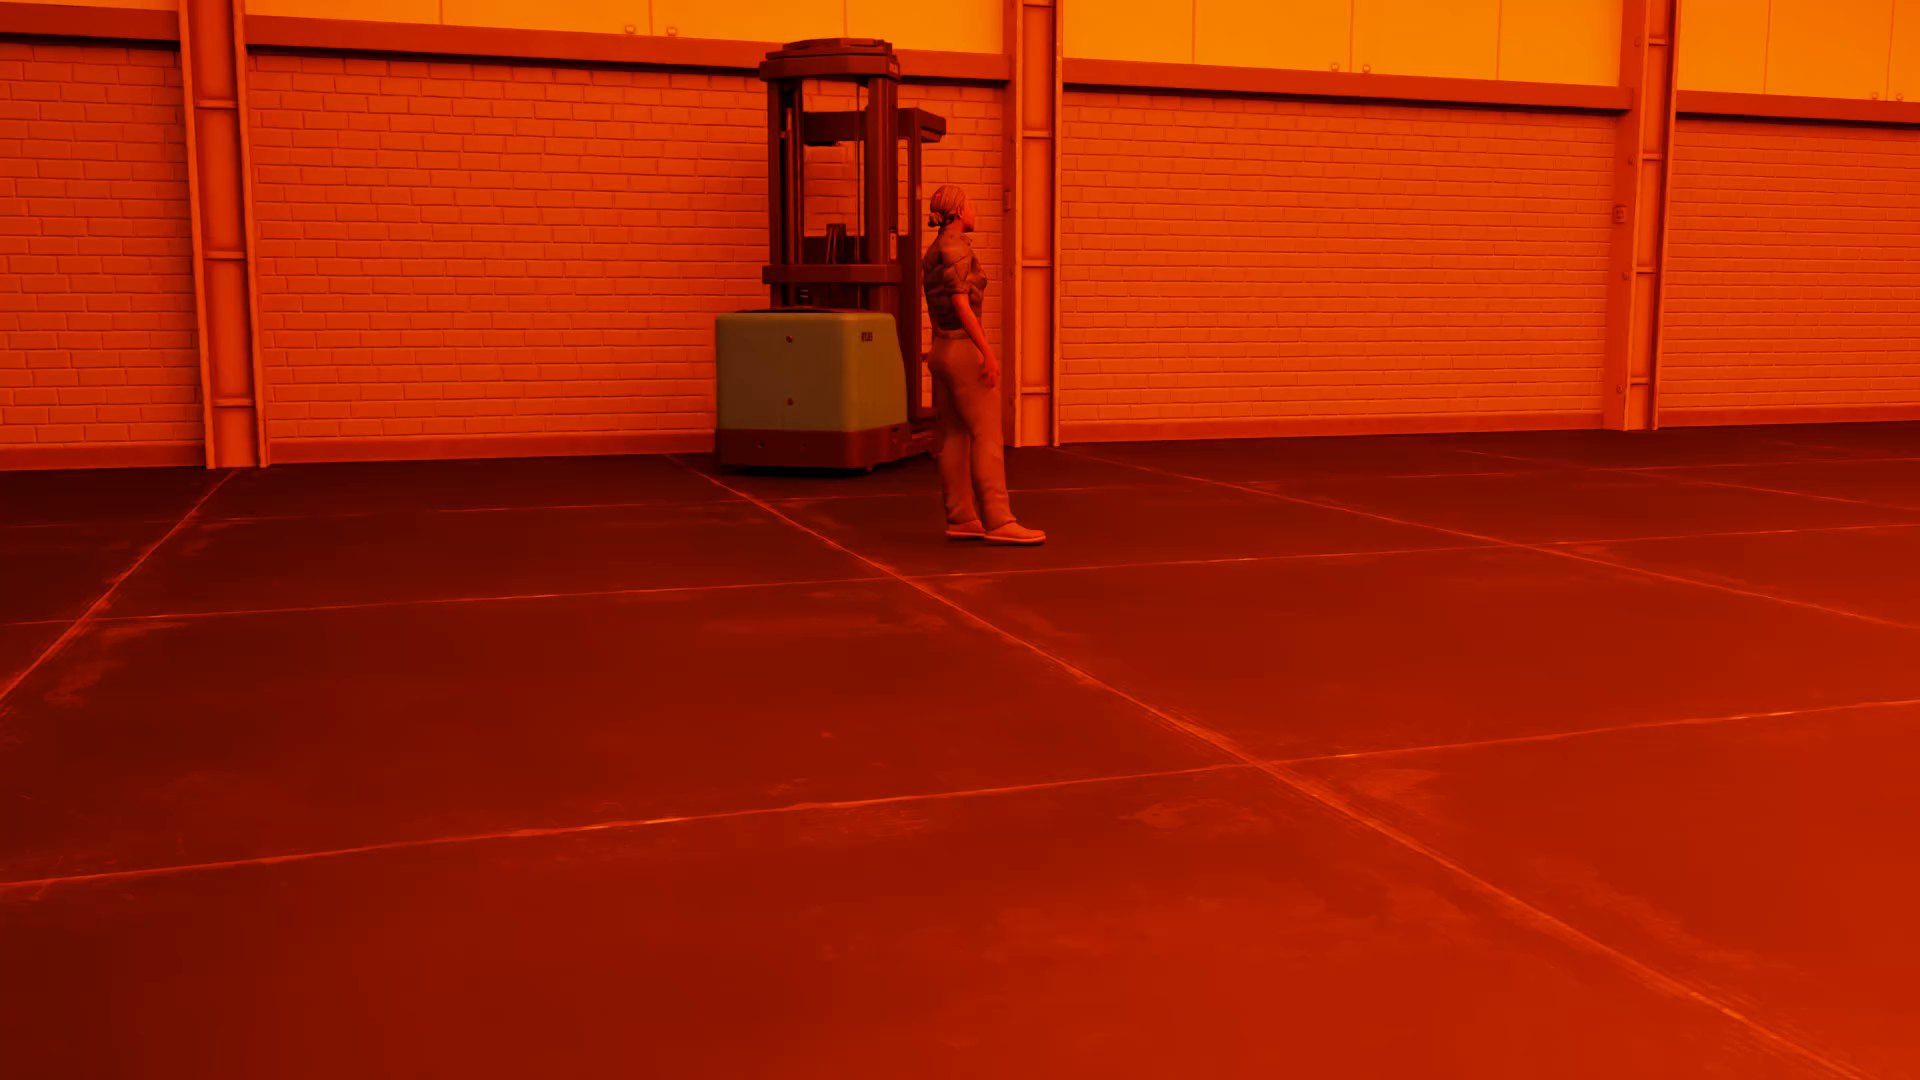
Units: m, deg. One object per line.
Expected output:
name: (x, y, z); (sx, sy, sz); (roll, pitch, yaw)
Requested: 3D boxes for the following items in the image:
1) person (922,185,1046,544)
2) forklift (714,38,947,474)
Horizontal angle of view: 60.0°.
person: (0.089, -0.828, 7.820); (0.504, 1.654, 0.569); (-3, 8, -18)
forklift: (-0.738, -2.058, 12.182); (1.130, 2.935, 3.031); (2, 8, 16)
